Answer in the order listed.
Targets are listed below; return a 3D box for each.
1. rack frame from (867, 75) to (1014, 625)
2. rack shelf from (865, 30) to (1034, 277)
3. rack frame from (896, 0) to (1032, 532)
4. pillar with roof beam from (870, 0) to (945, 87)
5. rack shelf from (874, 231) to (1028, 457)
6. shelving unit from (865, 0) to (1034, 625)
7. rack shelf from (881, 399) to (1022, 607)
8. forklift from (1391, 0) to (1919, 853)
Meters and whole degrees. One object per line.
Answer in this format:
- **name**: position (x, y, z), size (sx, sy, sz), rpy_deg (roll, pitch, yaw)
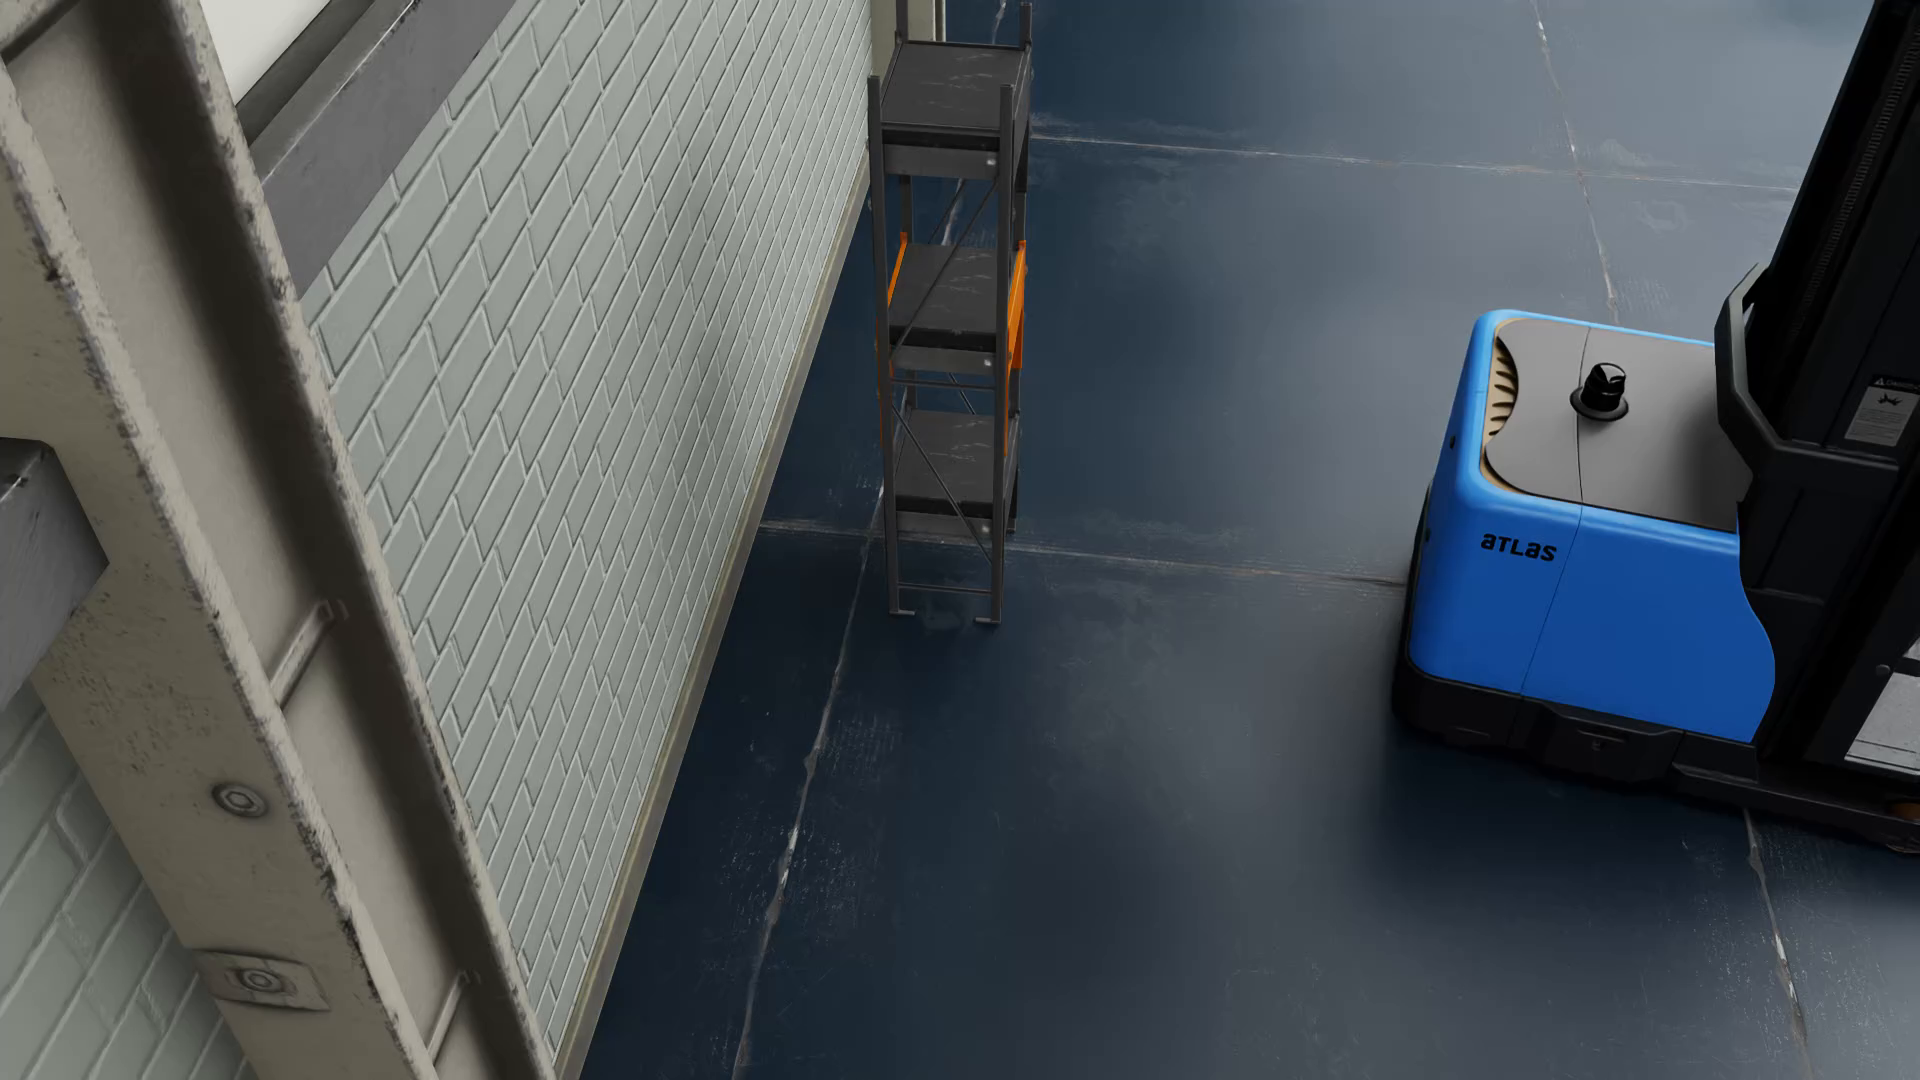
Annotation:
- **rack frame**: position (-0.054, -0.483, 5.233), size (0.400, 2.100, 0.015), rpy_deg (5, 44, 6)
- **rack shelf**: position (-0.022, -1.148, 4.937), size (0.431, 0.518, 0.480), rpy_deg (5, 44, 6)
- **rack frame**: position (0.010, -0.816, 5.585), size (0.400, 2.100, 0.015), rpy_deg (5, 44, 6)
- **pillar with roof beam**: position (4.016, -4.966, 4.950), size (9.100, 9.000, 0.400), rpy_deg (5, 44, 6)
- **rack shelf**: position (-0.022, -0.640, 5.418), size (0.431, 0.518, 0.480), rpy_deg (5, 44, 6)
- **shelving unit**: position (-0.022, -0.650, 5.409), size (0.431, 2.100, 0.503), rpy_deg (5, 44, 6)
- **rack shelf**: position (-0.022, -0.131, 5.900), size (0.431, 0.518, 0.480), rpy_deg (5, 44, 6)
- **forklift**: position (3.020, -0.456, 4.600), size (3.031, 2.935, 1.130), rpy_deg (12, 45, 12)
